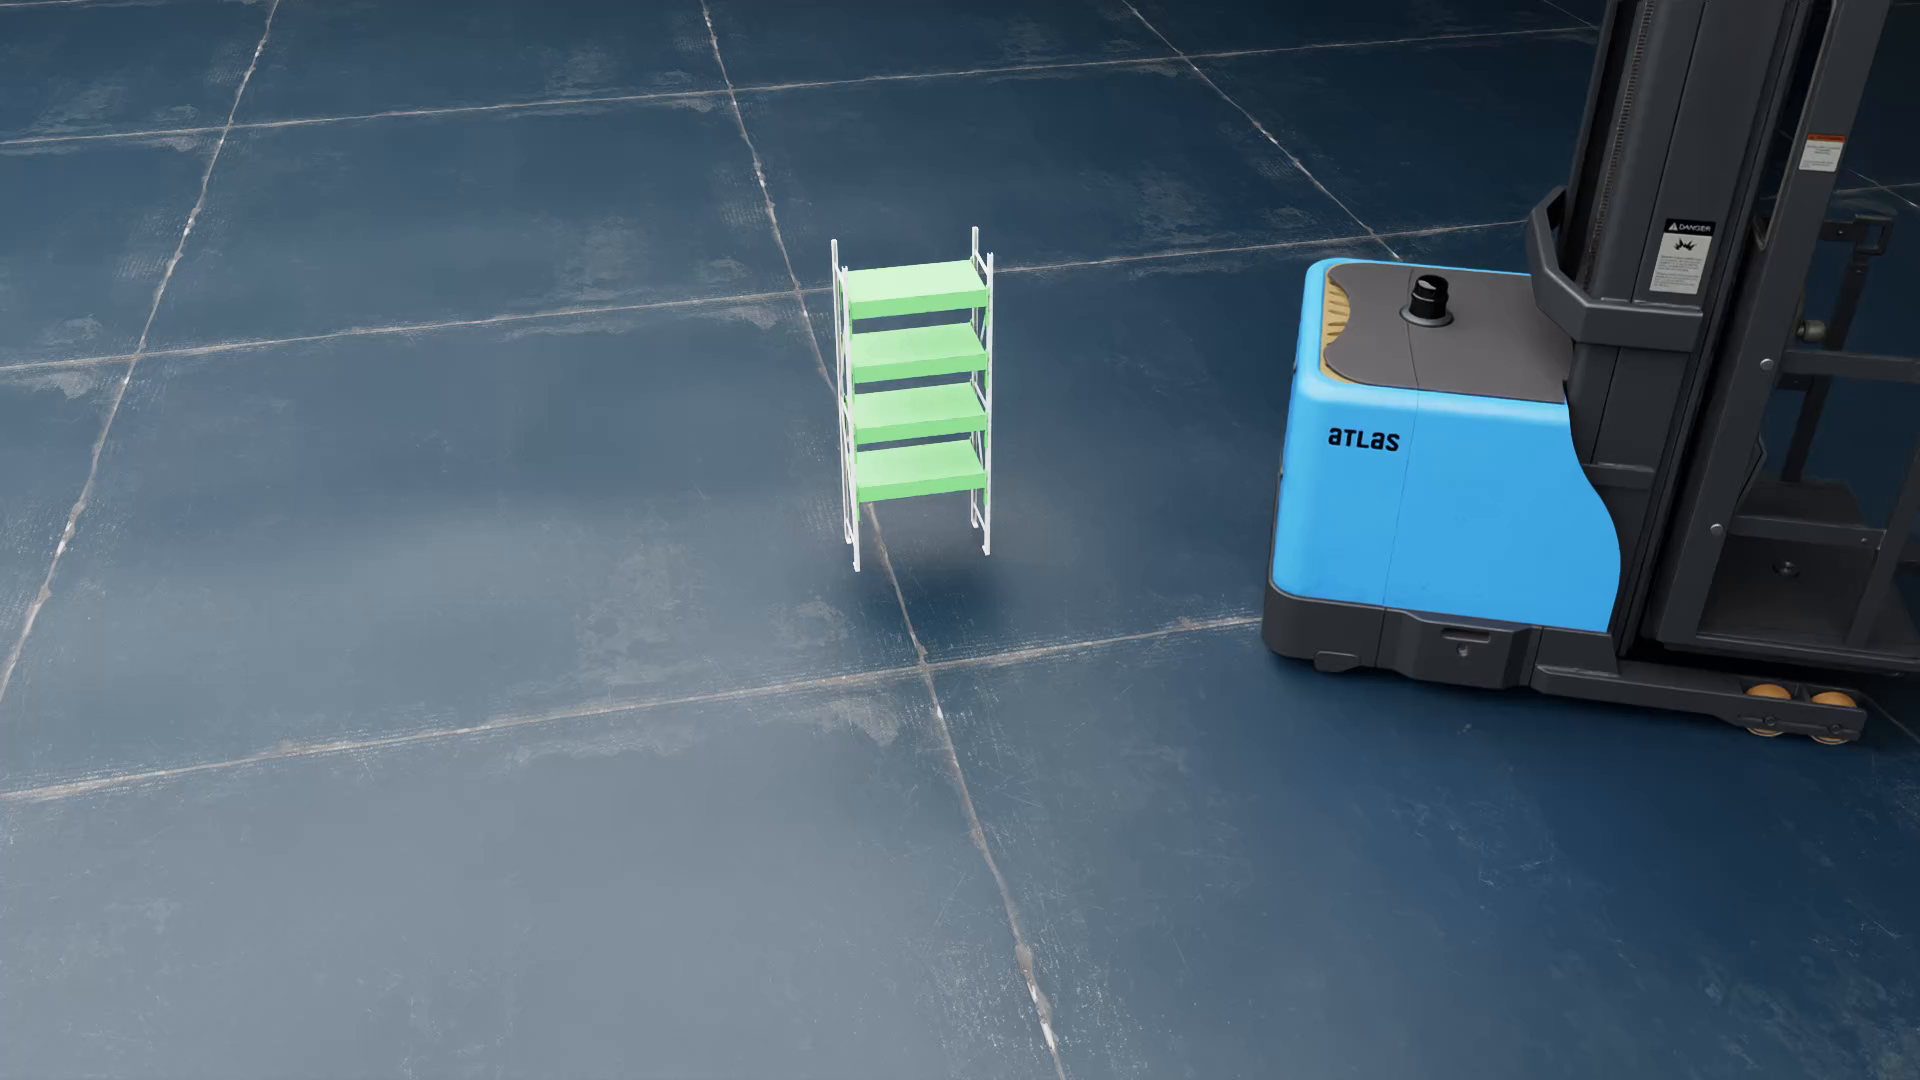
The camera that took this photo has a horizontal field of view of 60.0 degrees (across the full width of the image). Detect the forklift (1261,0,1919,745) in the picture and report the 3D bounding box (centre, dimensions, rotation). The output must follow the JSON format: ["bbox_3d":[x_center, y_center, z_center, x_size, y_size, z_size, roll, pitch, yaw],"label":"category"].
[{"bbox_3d":[2.591,-0.892,4.949,3.031,2.935,1.130,7,34,10],"label":"forklift"}]

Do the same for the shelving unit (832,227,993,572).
[{"bbox_3d":[-0.161,-0.478,5.885,0.503,1.200,0.258,-7,35,-11],"label":"shelving unit"}]

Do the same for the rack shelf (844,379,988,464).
[{"bbox_3d":[-0.161,-0.425,5.921,0.480,0.148,0.258,-7,35,-11],"label":"rack shelf"}]

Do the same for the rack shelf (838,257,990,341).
[{"bbox_3d":[-0.161,-0.823,5.653,0.480,0.148,0.258,-7,35,-11],"label":"rack shelf"}]

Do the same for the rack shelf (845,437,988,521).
[{"bbox_3d":[-0.161,-0.226,6.055,0.480,0.148,0.258,-7,35,-11],"label":"rack shelf"}]

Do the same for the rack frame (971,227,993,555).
[{"bbox_3d":[0.077,-0.508,5.930,0.015,1.200,0.240,-7,35,-11],"label":"rack frame"}]

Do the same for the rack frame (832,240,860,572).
[{"bbox_3d":[-0.399,-0.448,5.841,0.015,1.200,0.240,-7,35,-11],"label":"rack frame"}]

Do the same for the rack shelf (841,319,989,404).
[{"bbox_3d":[-0.161,-0.624,5.787,0.480,0.148,0.258,-7,35,-11],"label":"rack shelf"}]
